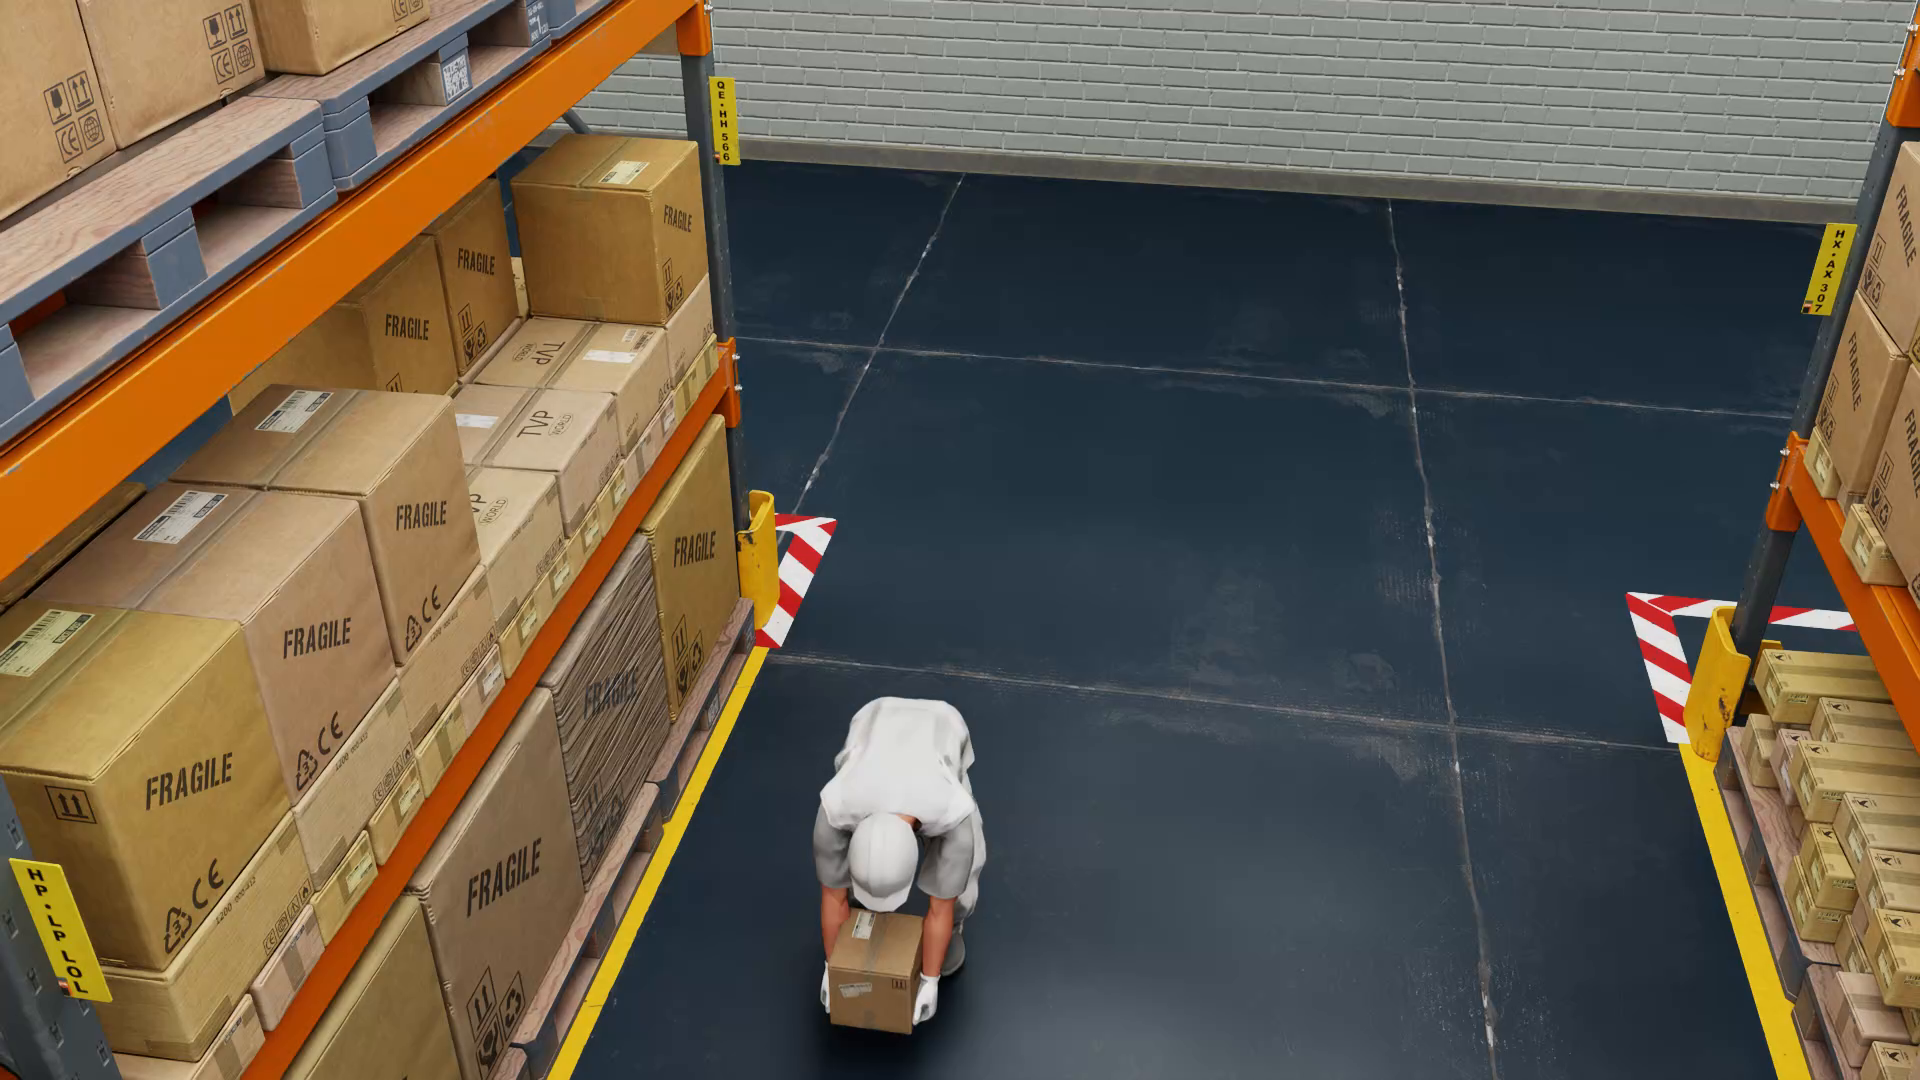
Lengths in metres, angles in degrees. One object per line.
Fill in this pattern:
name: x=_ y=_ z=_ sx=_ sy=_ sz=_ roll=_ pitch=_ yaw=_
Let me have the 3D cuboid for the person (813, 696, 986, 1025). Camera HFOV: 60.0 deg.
person: x=-0.188 y=1.025 z=5.229 sx=0.530 sy=0.994 sz=0.952 roll=4 pitch=32 yaw=6
